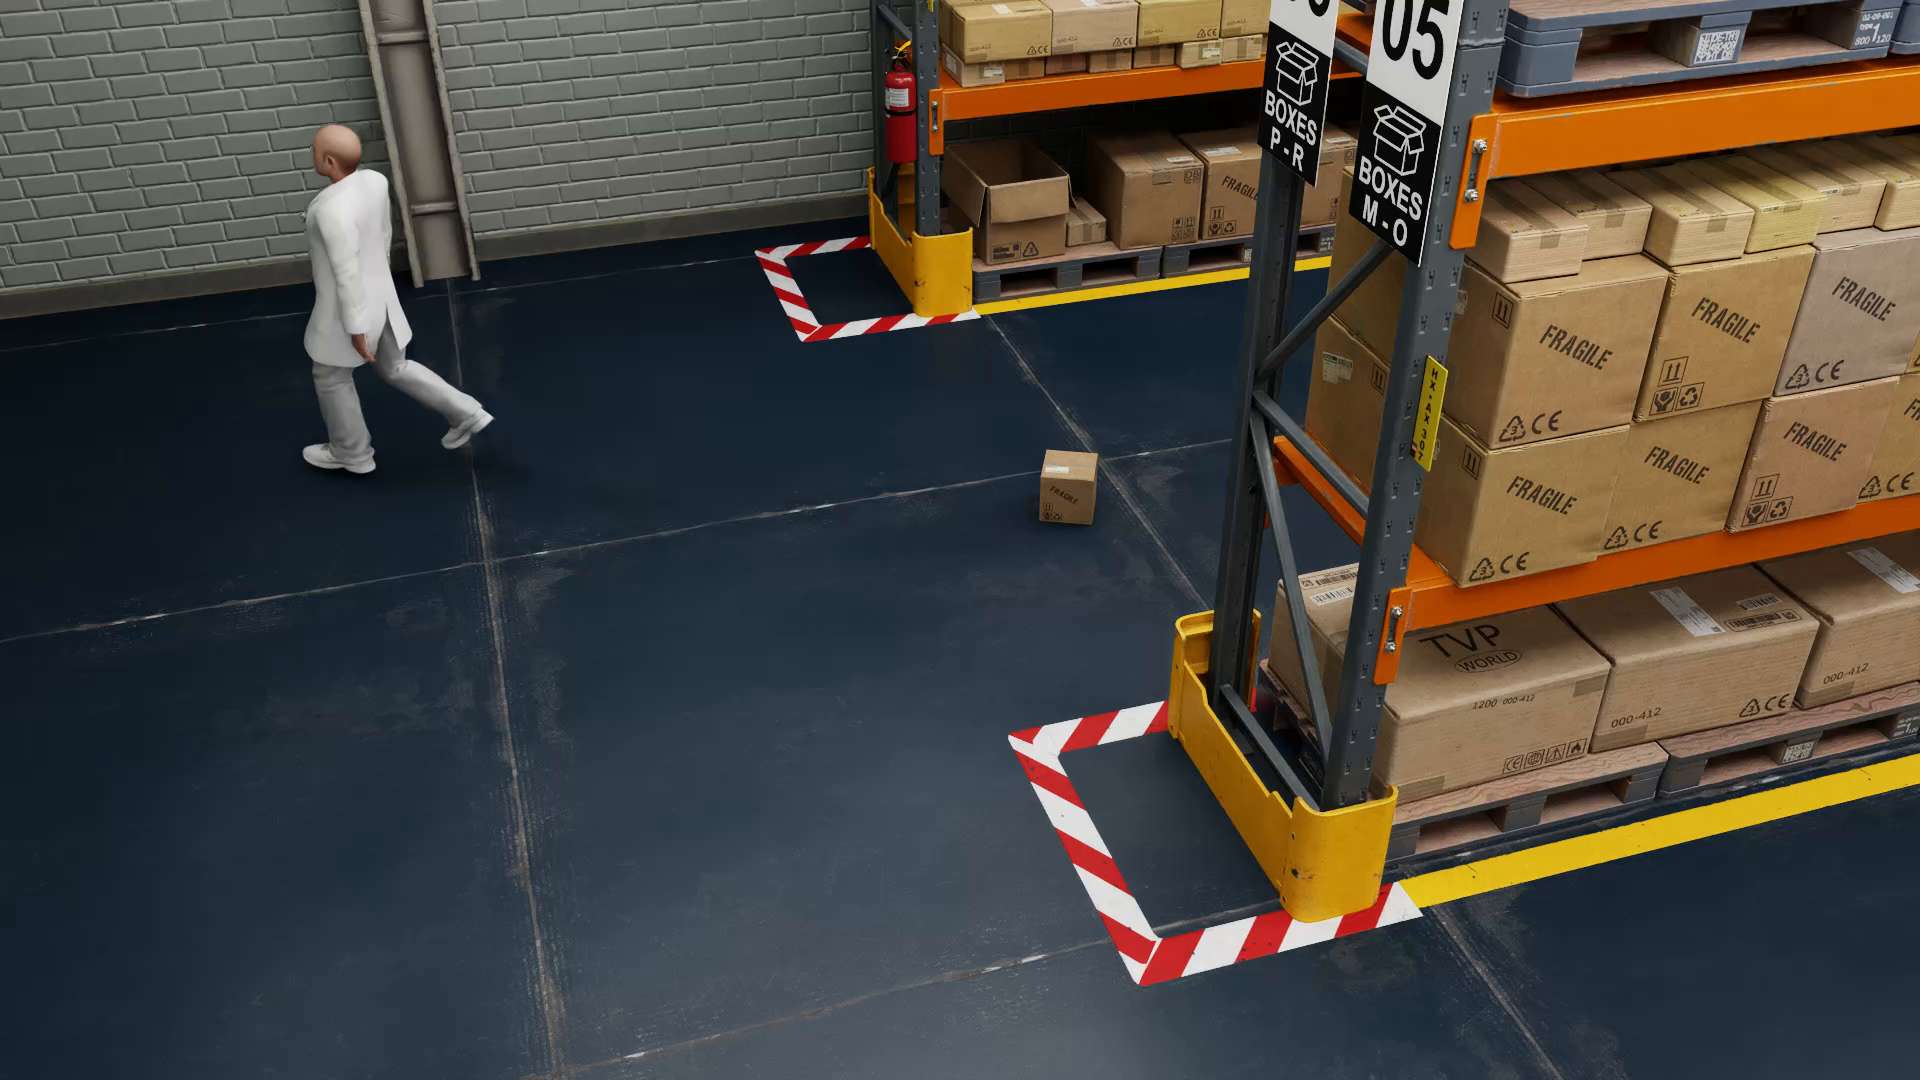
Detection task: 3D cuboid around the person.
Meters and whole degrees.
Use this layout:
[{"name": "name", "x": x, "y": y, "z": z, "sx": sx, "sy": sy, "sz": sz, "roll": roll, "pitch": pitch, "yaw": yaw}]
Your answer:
[{"name": "person", "x": -2.777, "y": -1.108, "z": 7.822, "sx": 0.970, "sy": 1.747, "sz": 0.574, "roll": 6, "pitch": 34, "yaw": 10}]
